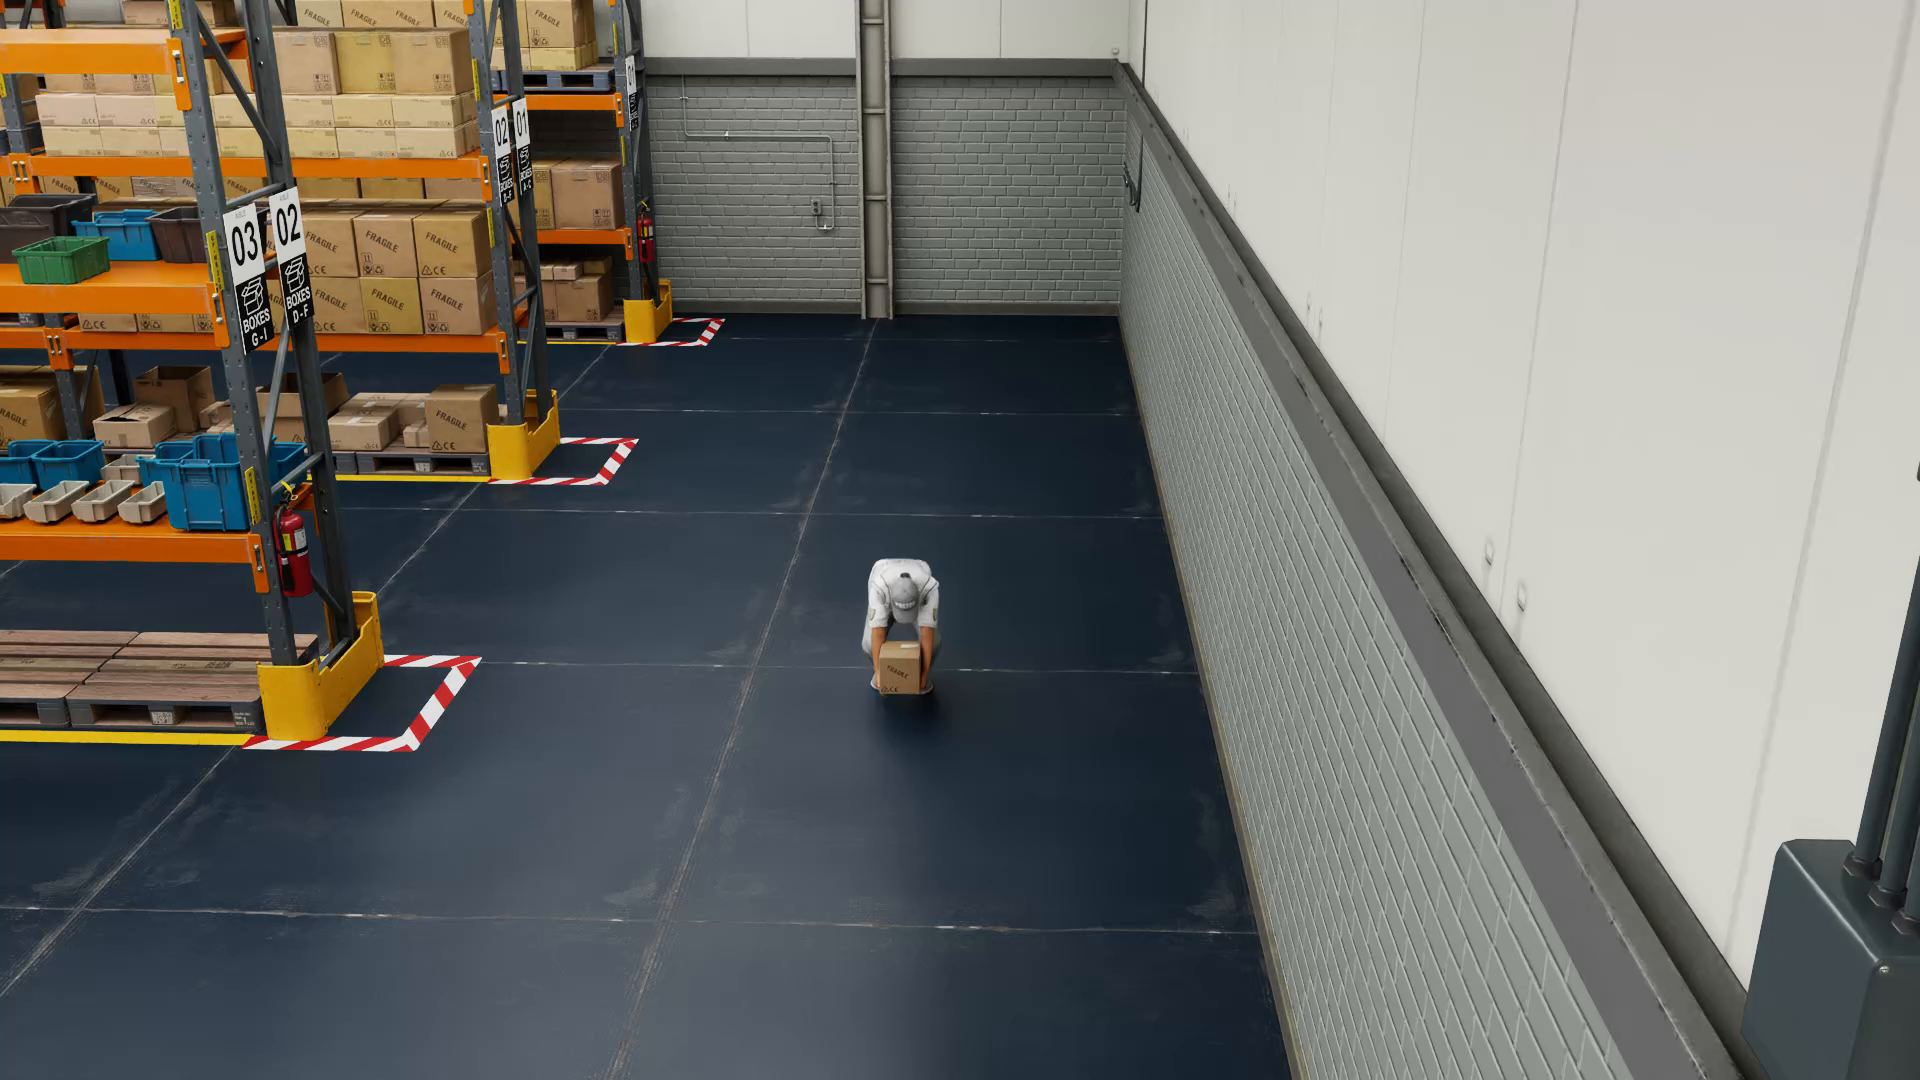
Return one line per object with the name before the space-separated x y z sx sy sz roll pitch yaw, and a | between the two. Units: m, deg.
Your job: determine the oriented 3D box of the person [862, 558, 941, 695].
person | -0.374 0.550 10.661 0.509 0.942 0.914 0 21 0
